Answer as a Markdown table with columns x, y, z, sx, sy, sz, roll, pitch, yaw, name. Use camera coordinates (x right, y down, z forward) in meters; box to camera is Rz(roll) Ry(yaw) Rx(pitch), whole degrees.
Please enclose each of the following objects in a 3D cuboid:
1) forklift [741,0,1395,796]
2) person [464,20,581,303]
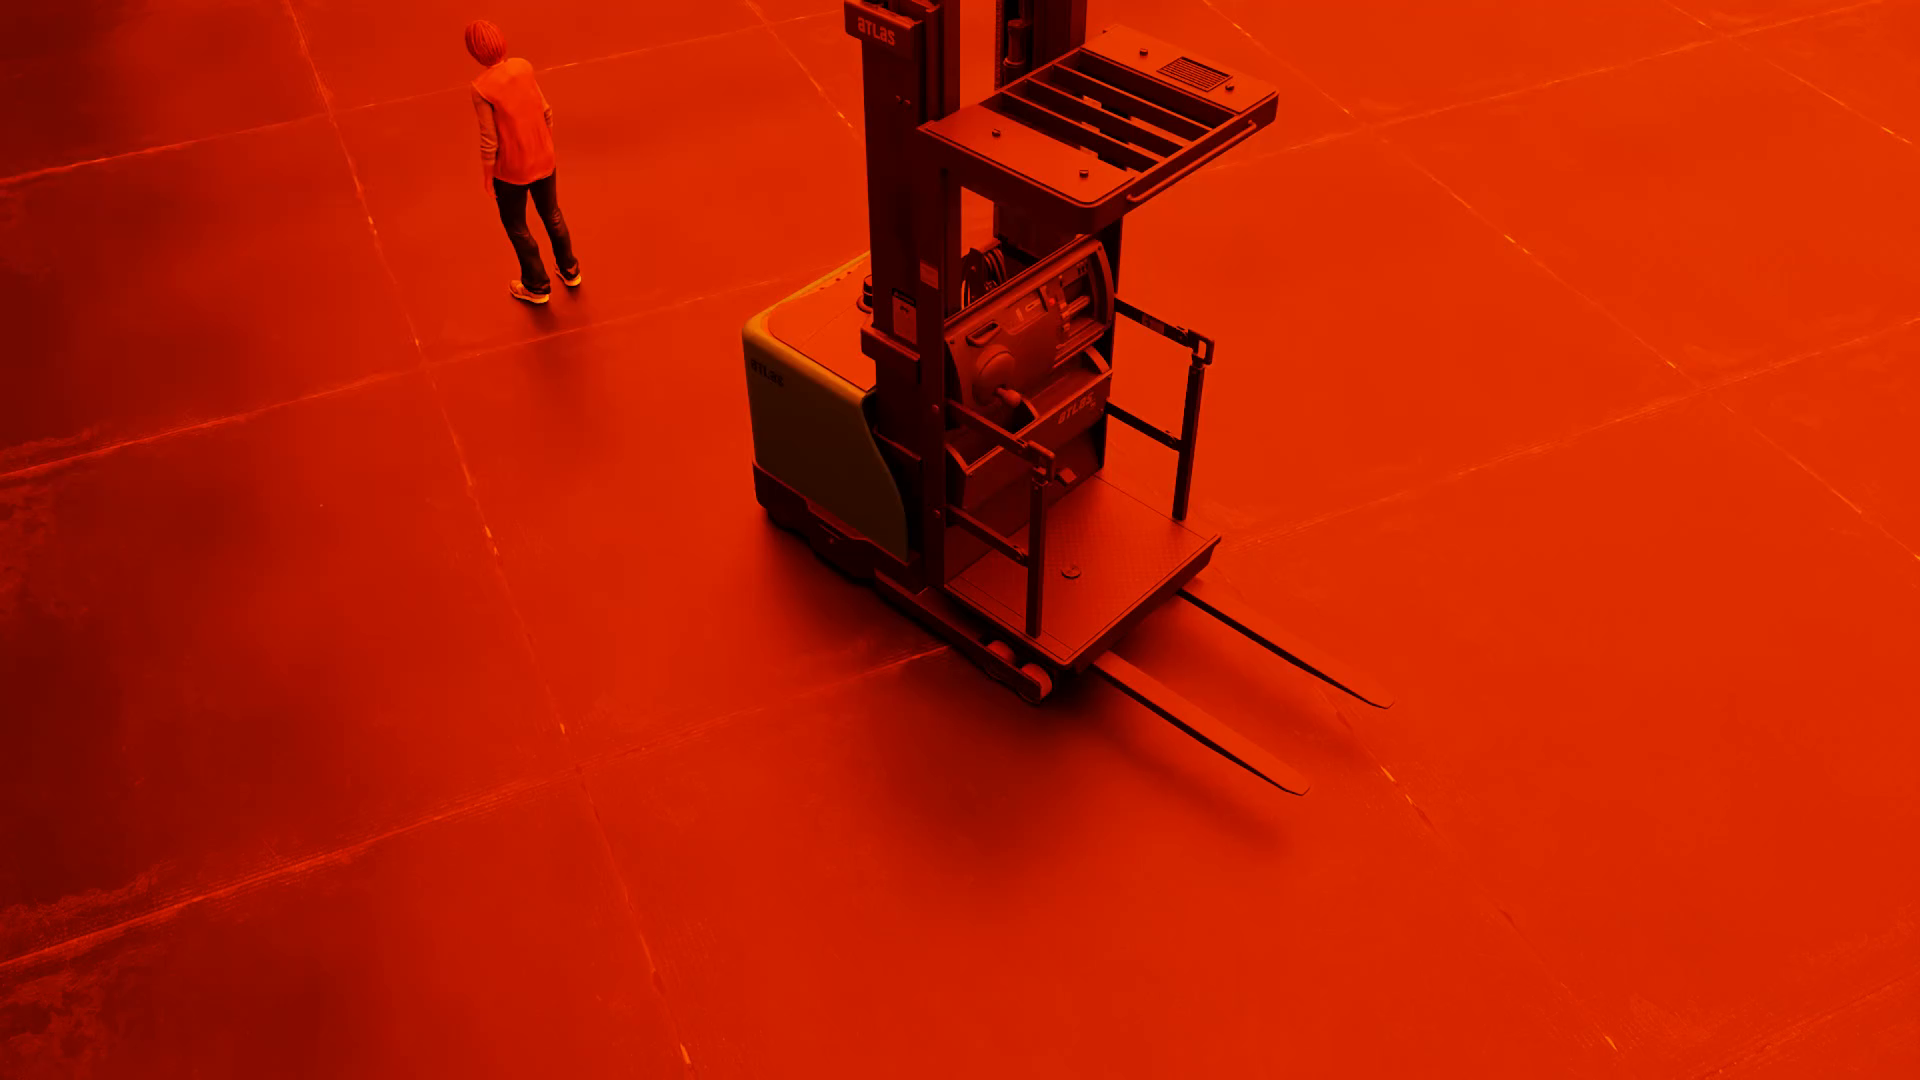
| x | y | z | sx | sy | sz | roll | pitch | yaw | name |
| --- | --- | --- | --- | --- | --- | --- | --- | --- | --- |
| 0.445 | -0.788 | 6.525 | 3.031 | 2.935 | 1.130 | 32 | 52 | 30 | forklift |
| -2.315 | -1.977 | 8.781 | 0.346 | 1.591 | 0.480 | 30 | 50 | 28 | person |
